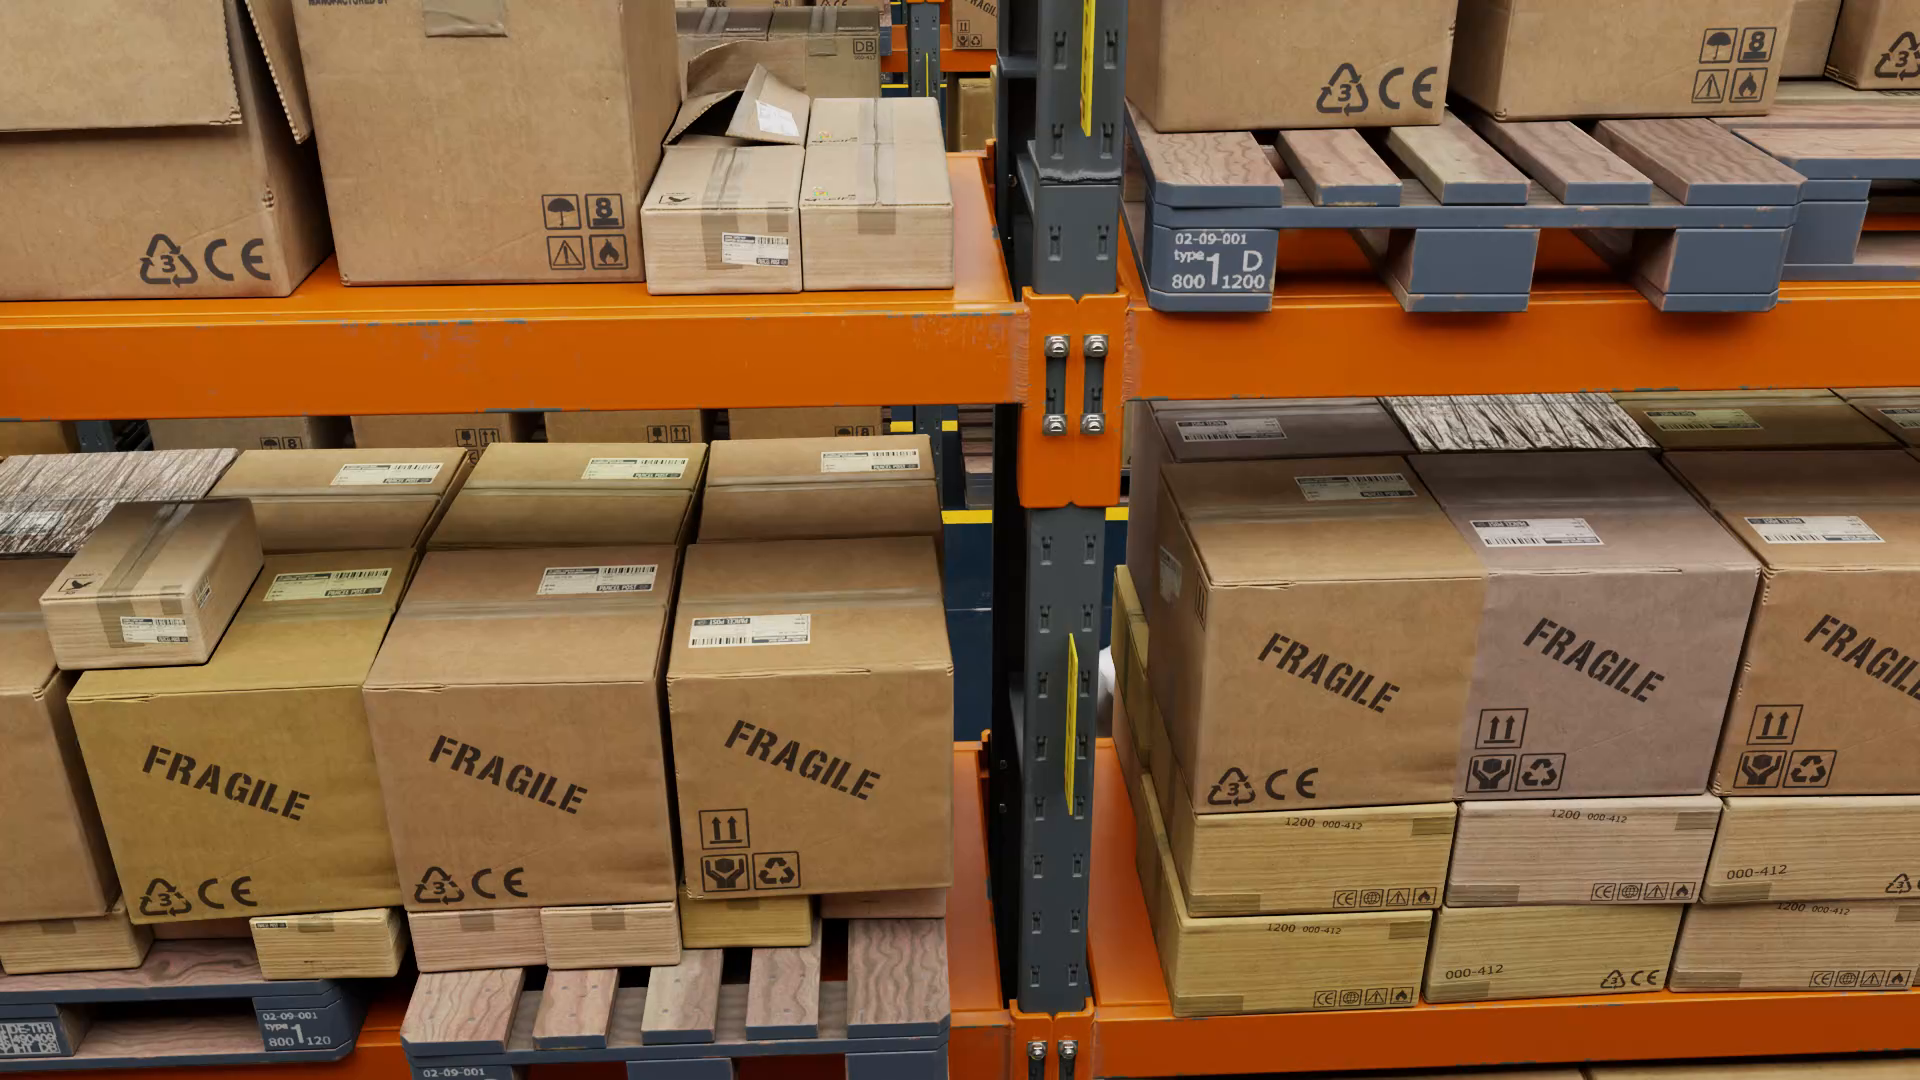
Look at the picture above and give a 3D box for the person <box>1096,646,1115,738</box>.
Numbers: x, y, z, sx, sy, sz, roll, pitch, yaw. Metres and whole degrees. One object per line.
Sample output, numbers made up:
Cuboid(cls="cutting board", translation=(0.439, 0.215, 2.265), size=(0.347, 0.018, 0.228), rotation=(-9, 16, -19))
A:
Cuboid(cls="person", translation=(0.629, 0.661, 5.686), size=(0.564, 0.996, 0.856), rotation=(-1, 27, -3))
